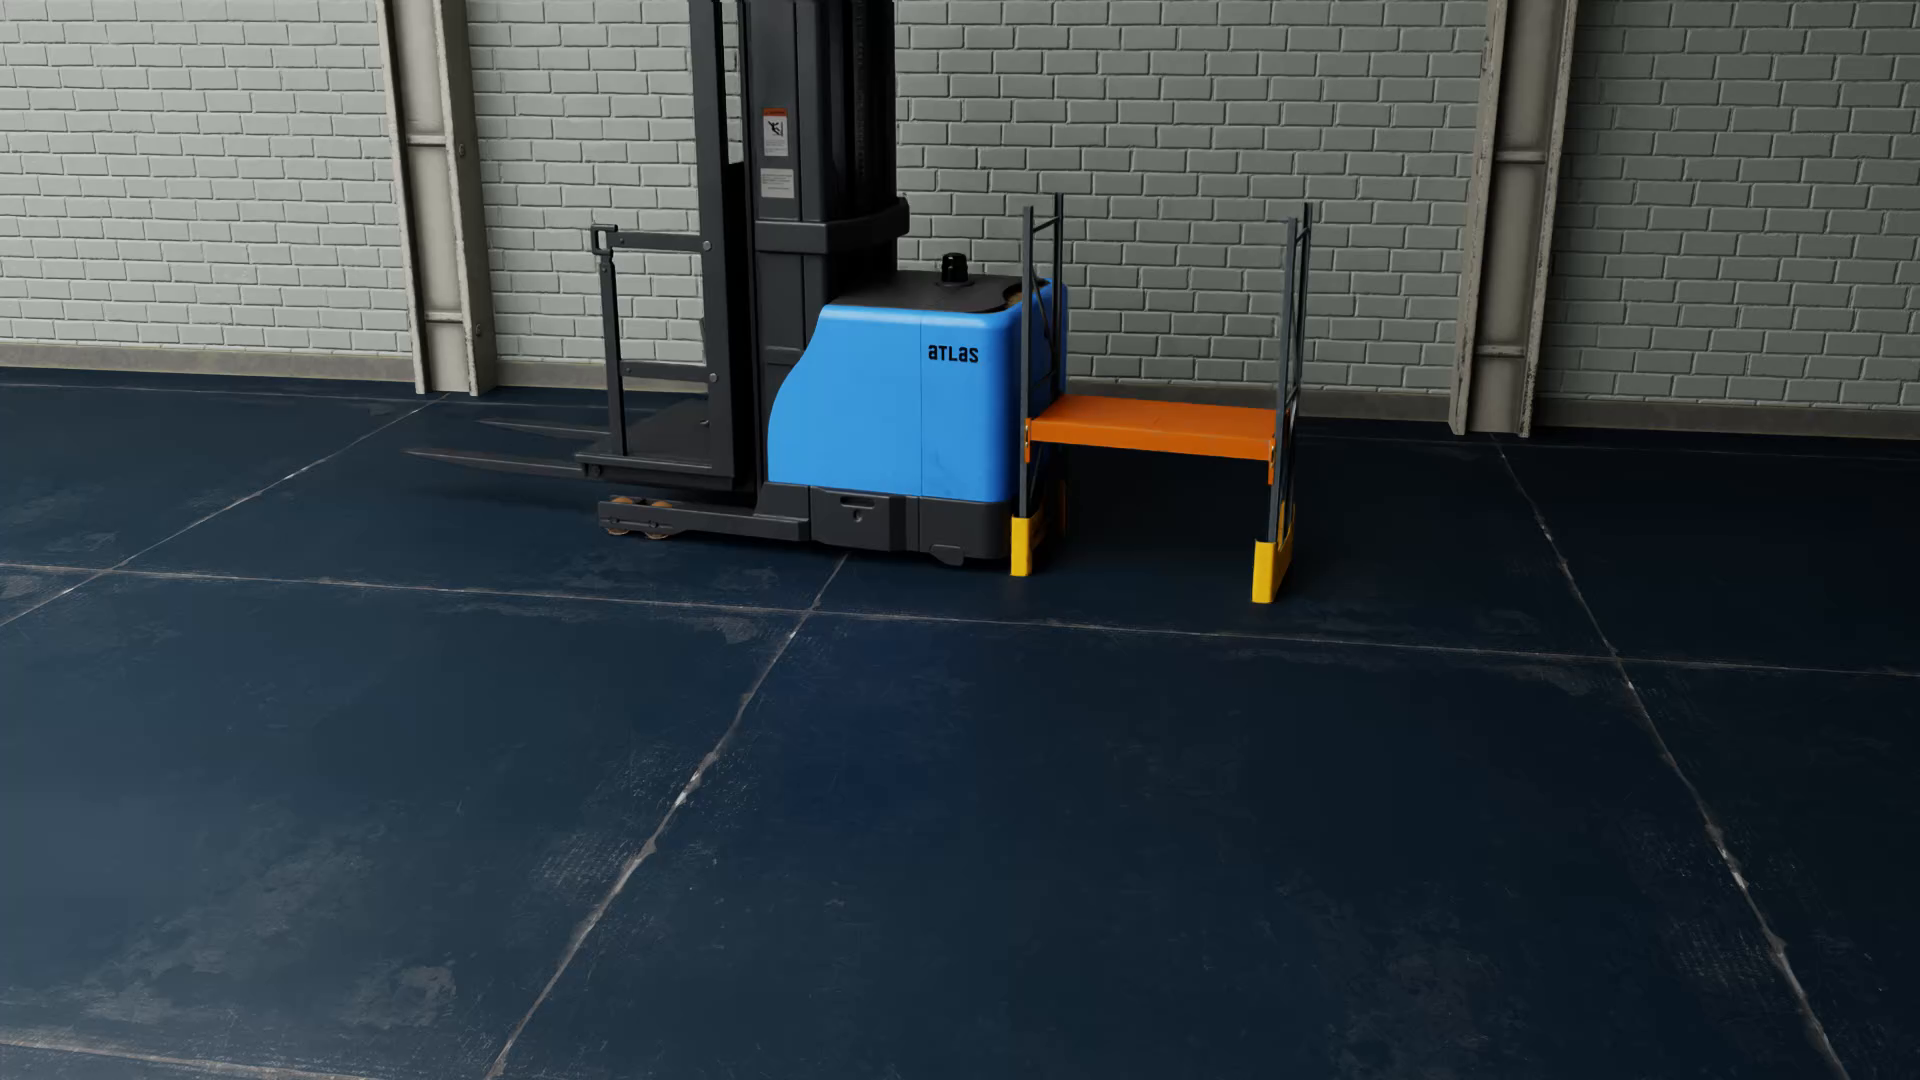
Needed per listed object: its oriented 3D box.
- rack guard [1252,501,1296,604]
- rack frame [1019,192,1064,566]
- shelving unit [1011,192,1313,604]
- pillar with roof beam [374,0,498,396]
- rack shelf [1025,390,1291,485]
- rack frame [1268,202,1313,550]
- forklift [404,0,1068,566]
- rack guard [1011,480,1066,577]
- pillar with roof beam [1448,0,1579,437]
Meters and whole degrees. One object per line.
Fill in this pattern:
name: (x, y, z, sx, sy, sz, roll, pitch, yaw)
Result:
rack guard: (1.282, 0.043, 6.782, 0.087, 0.250, 0.587, 6, 19, 17)
rack frame: (0.336, -0.650, 6.882, 0.032, 1.500, 0.500, 6, 19, 17)
shelving unit: (0.810, -0.600, 6.733, 1.083, 1.500, 0.587, 6, 19, 17)
pillar with roof beam: (-3.708, -3.831, 4.570, 0.400, 9.000, 9.100, 3, 19, 9)
rack shelf: (0.818, -0.428, 6.787, 1.000, 0.185, 0.538, 6, 19, 17)
rack frame: (1.301, -0.548, 6.578, 0.032, 1.500, 0.500, 6, 19, 17)
forklift: (-1.082, -1.542, 7.293, 3.031, 2.935, 1.130, 6, 19, 17)
rack guard: (0.337, -0.057, 7.080, 0.087, 0.250, 0.587, 6, 19, 17)
pillar with roof beam: (2.216, -3.529, 3.668, 0.400, 9.000, 9.100, 3, 19, 9)
